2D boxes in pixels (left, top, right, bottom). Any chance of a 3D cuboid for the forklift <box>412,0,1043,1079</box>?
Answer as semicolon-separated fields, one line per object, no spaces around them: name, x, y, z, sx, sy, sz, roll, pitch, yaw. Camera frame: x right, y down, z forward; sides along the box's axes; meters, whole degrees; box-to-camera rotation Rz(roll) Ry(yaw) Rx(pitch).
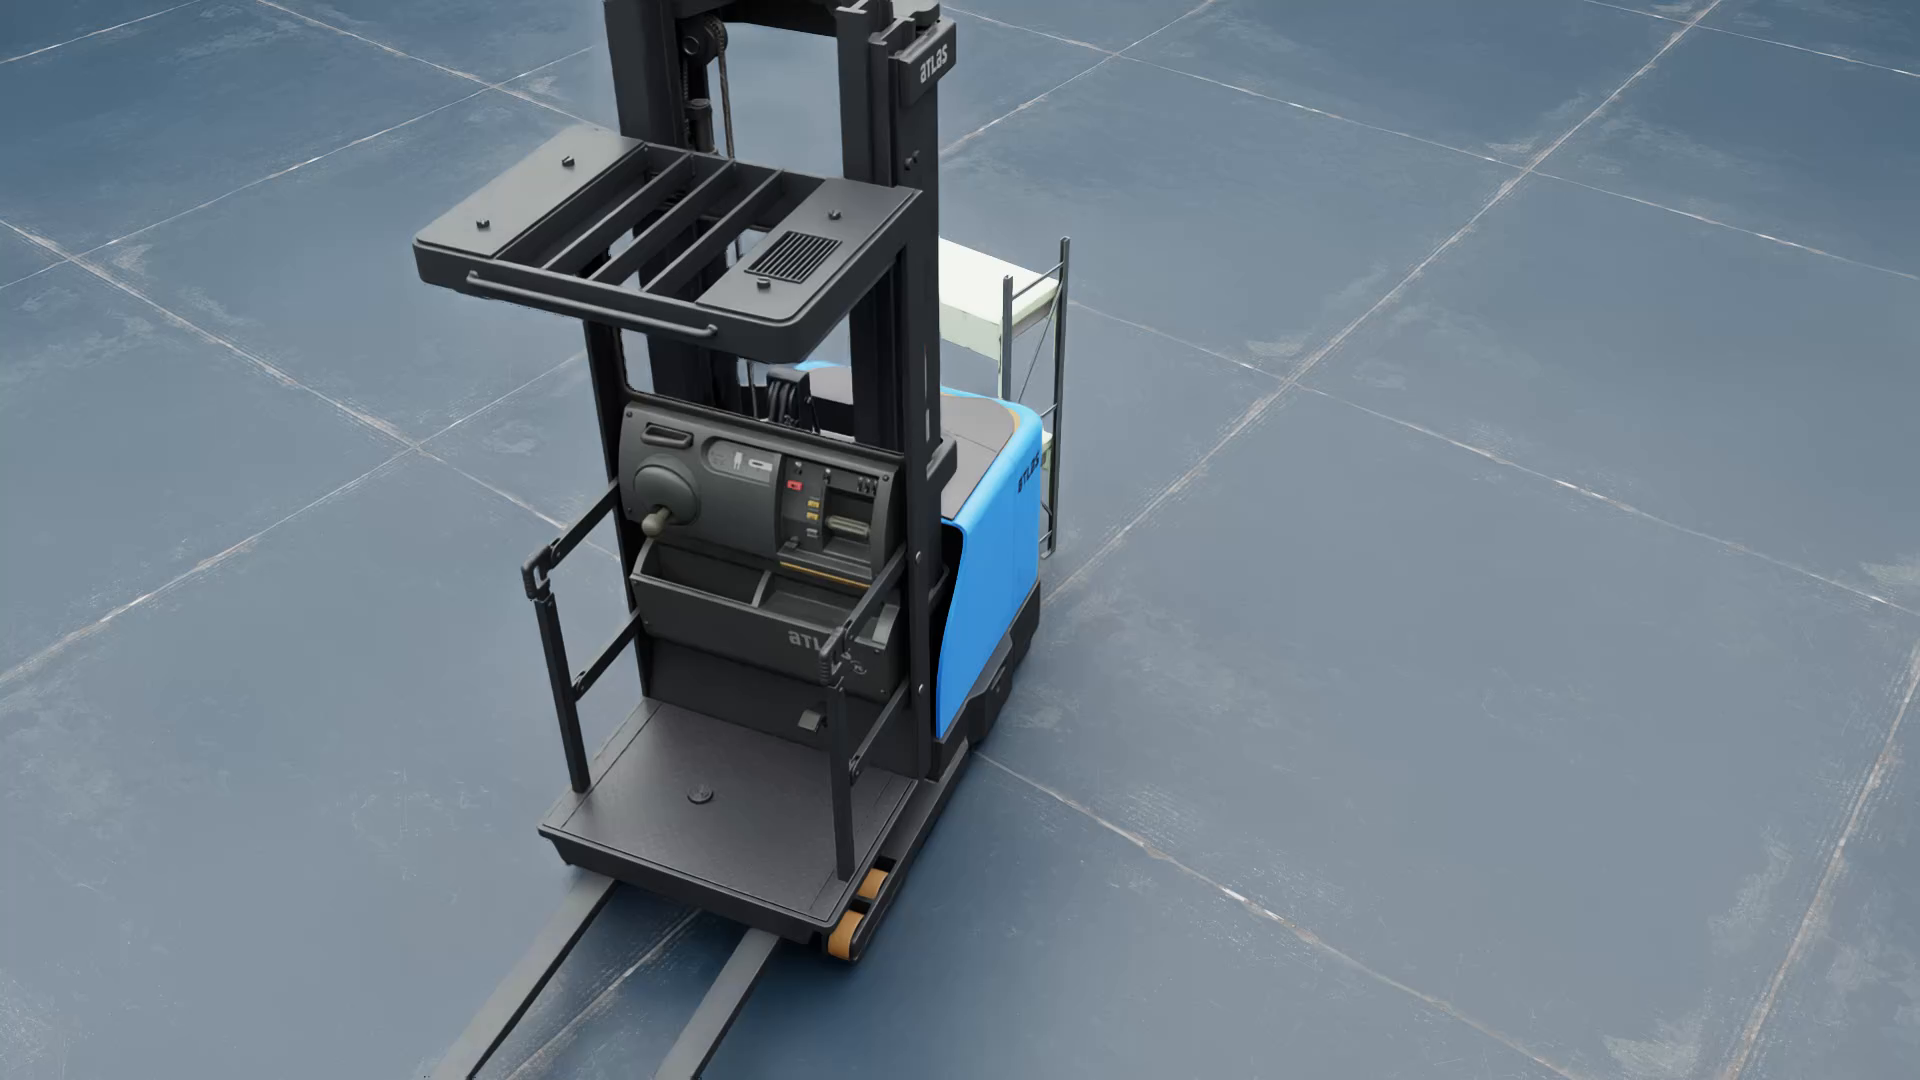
forklift;-0.716;-0.071;4.963;1.130;2.935;3.031;14;40;18

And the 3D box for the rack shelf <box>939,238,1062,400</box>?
rack shelf;-0.005;-0.900;6.550;0.720;0.370;0.431;25;45;29

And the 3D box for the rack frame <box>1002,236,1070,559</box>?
rack frame;0.285;-0.456;6.616;0.023;1.500;0.400;25;45;29

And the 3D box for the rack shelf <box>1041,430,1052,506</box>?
rack shelf;-0.005;-0.336;6.992;0.720;0.370;0.431;25;45;29

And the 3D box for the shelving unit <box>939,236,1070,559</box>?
shelving unit;-0.005;-0.593;6.791;0.755;1.500;0.431;25;45;29
